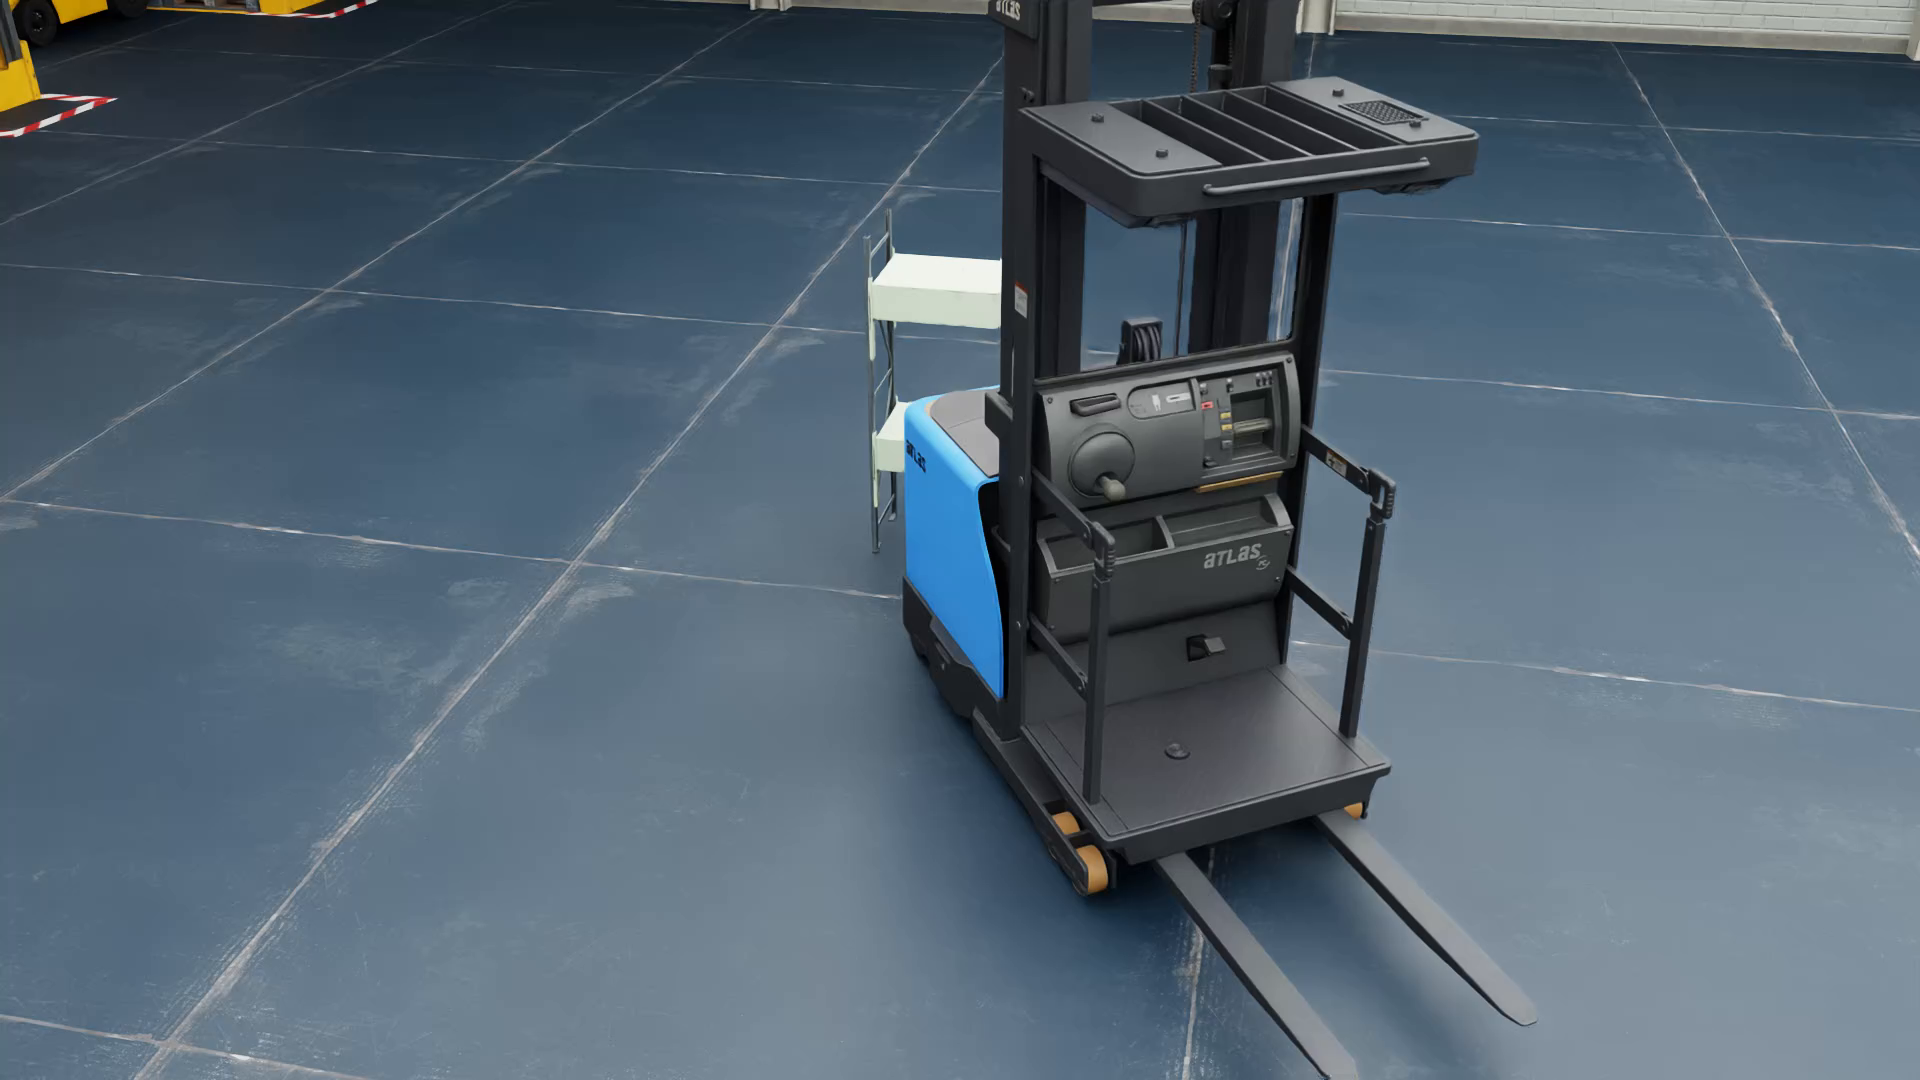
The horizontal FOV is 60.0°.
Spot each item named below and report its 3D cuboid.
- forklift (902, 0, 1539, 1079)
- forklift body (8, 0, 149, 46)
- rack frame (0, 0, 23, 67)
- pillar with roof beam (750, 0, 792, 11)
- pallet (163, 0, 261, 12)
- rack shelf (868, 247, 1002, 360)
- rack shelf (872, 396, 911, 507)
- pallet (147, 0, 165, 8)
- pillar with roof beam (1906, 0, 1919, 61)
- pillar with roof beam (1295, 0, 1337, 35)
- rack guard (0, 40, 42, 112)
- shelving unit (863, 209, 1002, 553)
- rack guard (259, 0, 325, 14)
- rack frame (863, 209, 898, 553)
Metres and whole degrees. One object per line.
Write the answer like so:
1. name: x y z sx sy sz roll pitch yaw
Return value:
1. forklift: 0.786 -0.326 5.293 1.130 2.935 3.031 -11 31 -19
2. forklift body: -9.728 -6.366 17.138 1.214 2.155 2.313 6 29 11
3. rack frame: -8.526 -5.073 13.894 0.127 3.000 1.000 6 29 11
4. pillar with roof beam: -3.017 -7.906 12.820 0.400 9.000 9.100 6 29 11
5. pallet: -8.249 -6.239 18.926 1.213 0.211 1.003 6 29 11
6. rack shelf: 0.007 -1.000 7.201 0.720 0.370 0.431 6 29 11
7. rack shelf: 0.007 -0.371 7.545 0.720 0.370 0.431 6 29 11
8. pallet: -9.439 -6.362 19.151 1.213 0.211 1.003 6 29 11
9. pillar with roof beam: 8.719 -6.703 10.622 0.400 9.000 9.100 6 29 11
10. pillar with roof beam: 2.851 -7.304 11.721 0.400 9.000 9.100 6 29 11
11. rack guard: -8.600 -3.985 14.508 0.348 0.500 1.175 6 29 11
12. shelving unit: 0.007 -0.657 7.389 0.755 1.500 0.431 6 29 11
13. rack guard: -7.469 -6.306 18.748 0.348 0.500 1.175 6 29 11
14. rack frame: -0.351 -0.694 7.456 0.023 1.500 0.400 6 29 11
